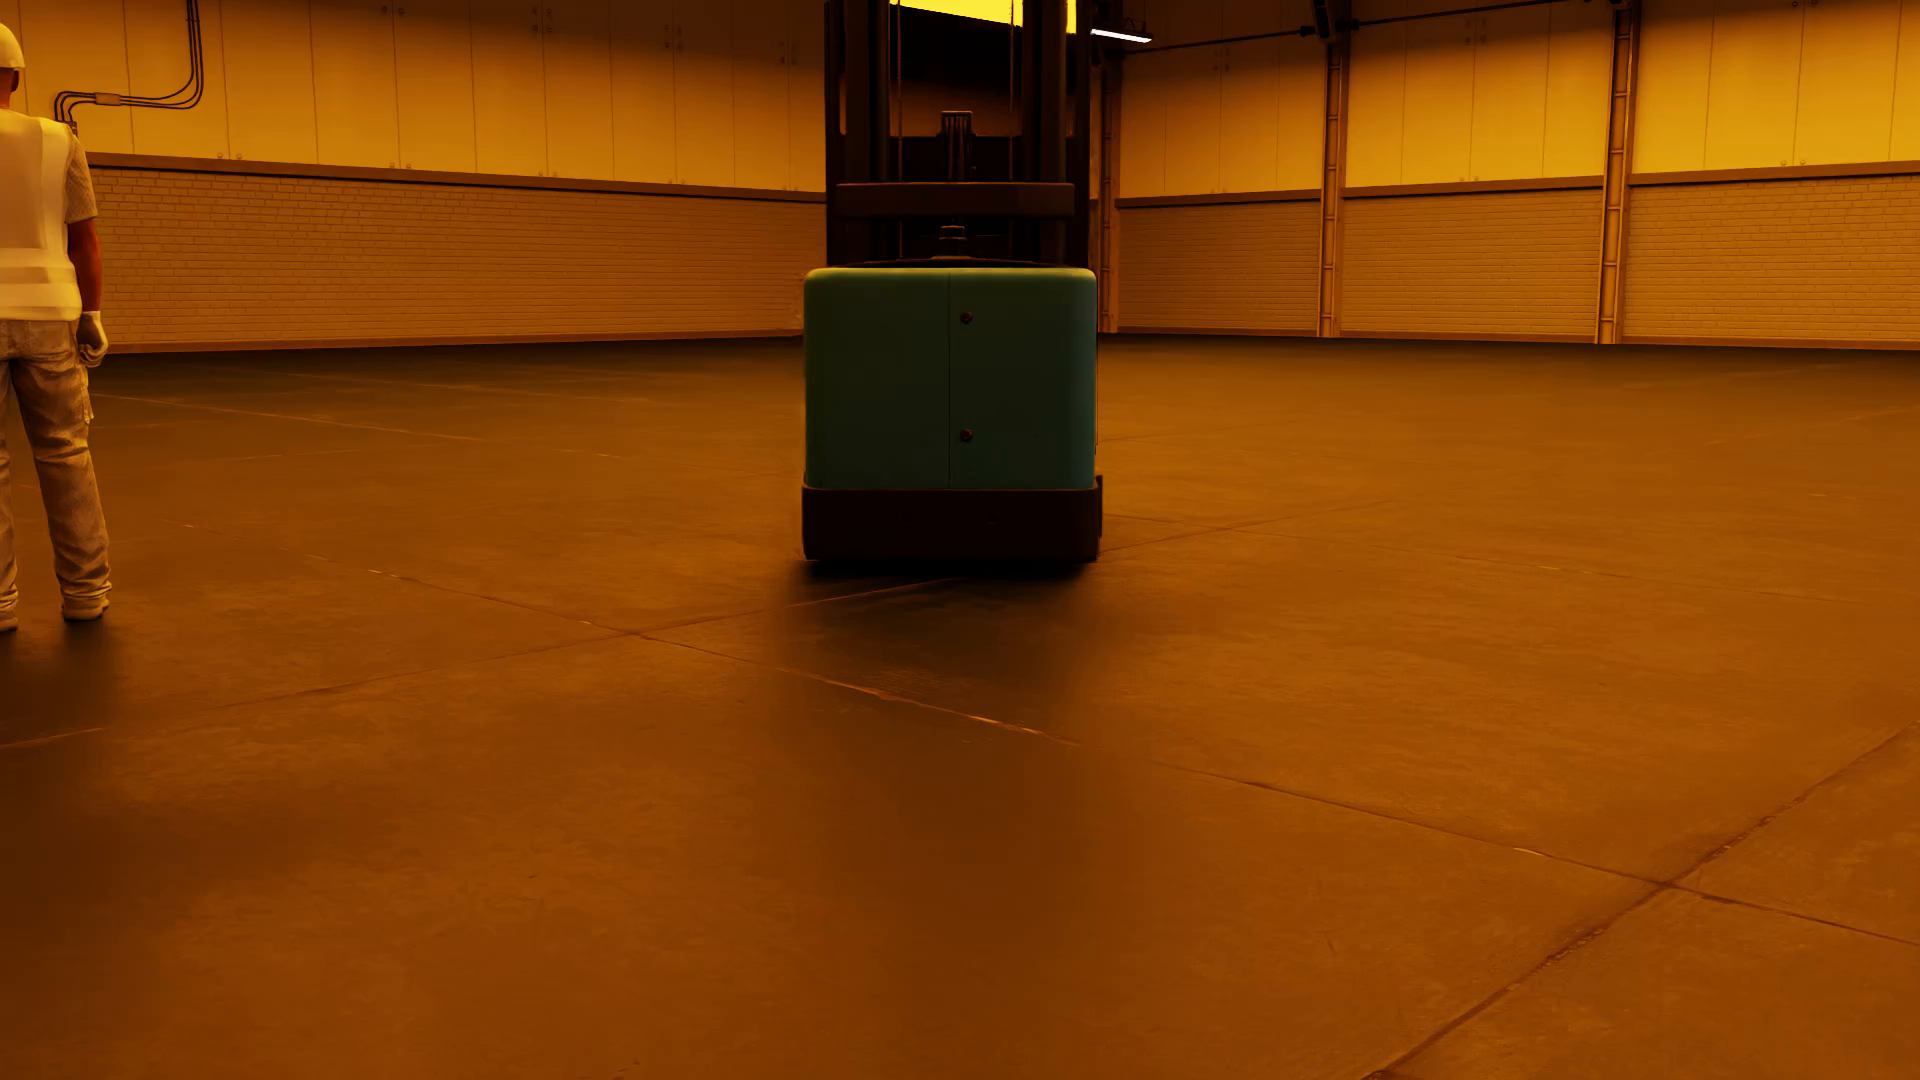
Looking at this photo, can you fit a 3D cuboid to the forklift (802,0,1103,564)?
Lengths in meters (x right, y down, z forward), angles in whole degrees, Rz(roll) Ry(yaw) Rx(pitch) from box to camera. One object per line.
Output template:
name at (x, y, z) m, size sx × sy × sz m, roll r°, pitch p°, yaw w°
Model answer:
forklift at (-0.005, -1.542, 7.114) m, size 1.130 × 2.935 × 3.031 m, roll 0°, pitch 9°, yaw 1°

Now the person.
person at (-2.846, -0.637, 4.946) m, size 0.549 × 1.790 × 0.369 m, roll -7°, pitch 11°, yaw -40°
